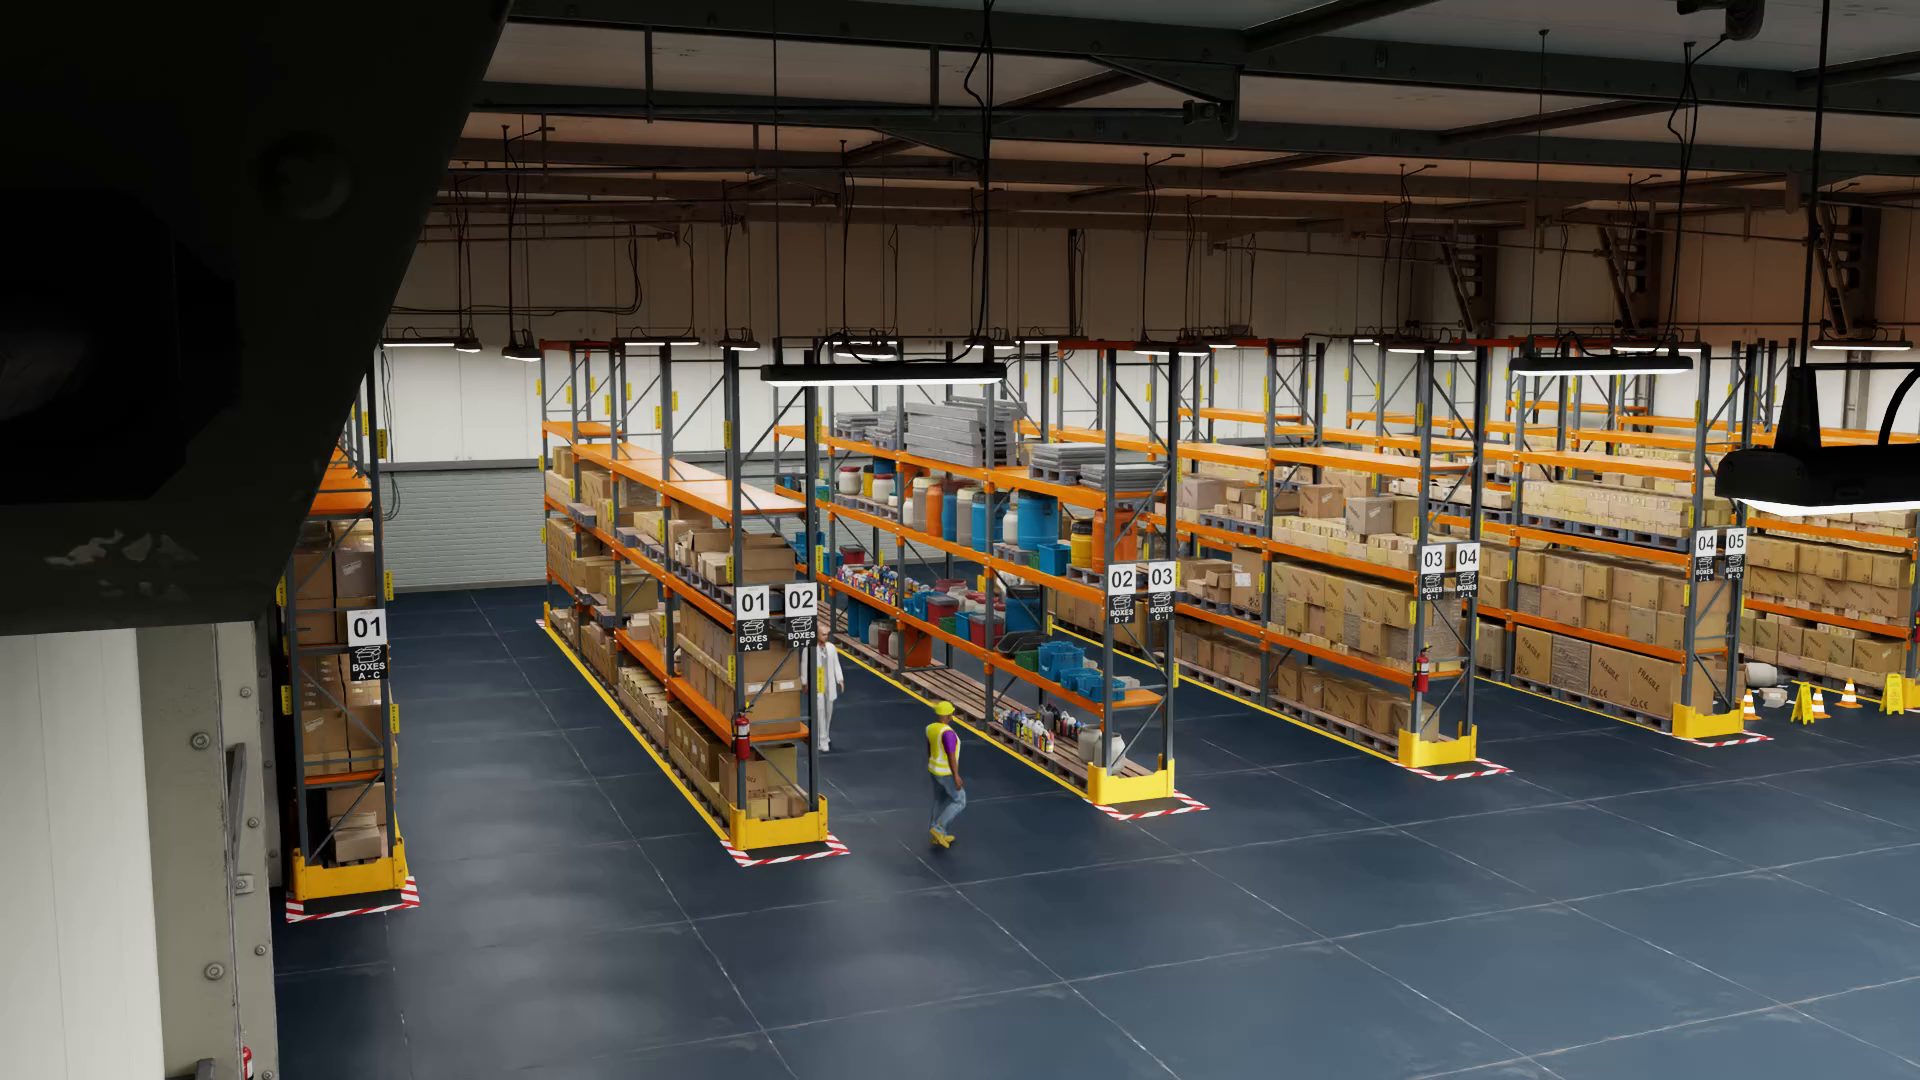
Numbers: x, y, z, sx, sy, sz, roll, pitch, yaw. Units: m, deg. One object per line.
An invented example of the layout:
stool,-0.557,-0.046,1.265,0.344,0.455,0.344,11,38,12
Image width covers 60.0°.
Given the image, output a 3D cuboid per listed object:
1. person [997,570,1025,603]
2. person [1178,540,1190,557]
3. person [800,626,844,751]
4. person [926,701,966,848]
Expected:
person,1.061,1.070,34.423,0.653,1.603,0.694,-1,8,-9
person,5.882,-0.165,43.296,0.964,1.742,0.531,-4,9,-29
person,-2.032,2.223,25.029,0.607,1.814,0.739,-4,9,-30
person,-0.186,2.824,20.184,0.449,1.767,0.592,-3,8,-21
